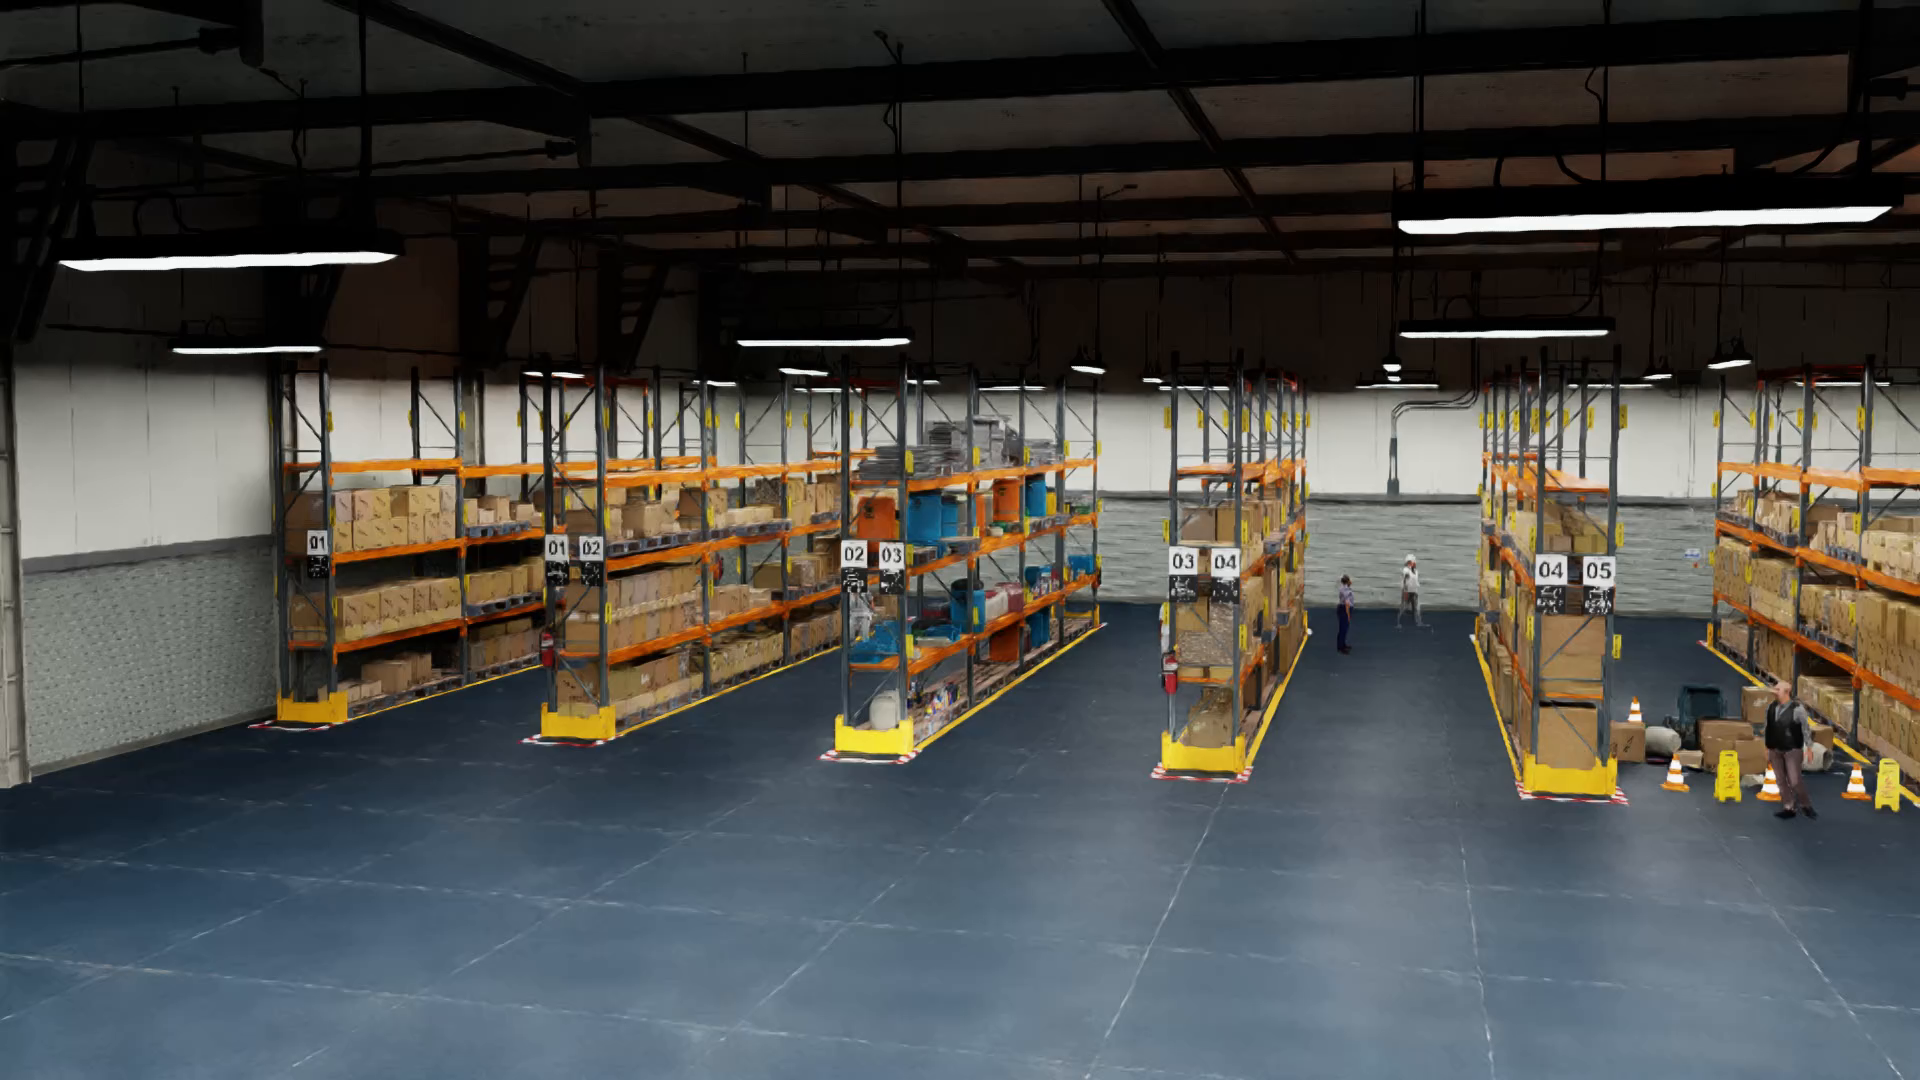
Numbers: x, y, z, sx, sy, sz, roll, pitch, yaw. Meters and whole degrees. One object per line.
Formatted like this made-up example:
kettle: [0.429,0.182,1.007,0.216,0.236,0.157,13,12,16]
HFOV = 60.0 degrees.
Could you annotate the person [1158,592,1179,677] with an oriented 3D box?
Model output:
person: [4.142,1.816,32.362,0.577,1.687,1.115,1,4,13]

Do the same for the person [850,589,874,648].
person: [-2.152,1.615,35.131,0.661,1.742,0.552,1,4,13]

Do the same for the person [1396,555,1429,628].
person: [10.857,1.231,40.014,0.733,1.762,0.565,-3,5,-38]

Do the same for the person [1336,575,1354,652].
person: [8.344,1.580,36.029,0.377,1.643,0.631,0,4,4]

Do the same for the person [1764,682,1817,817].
person: [10.452,2.642,20.926,0.460,1.709,0.661,-2,5,-31]
